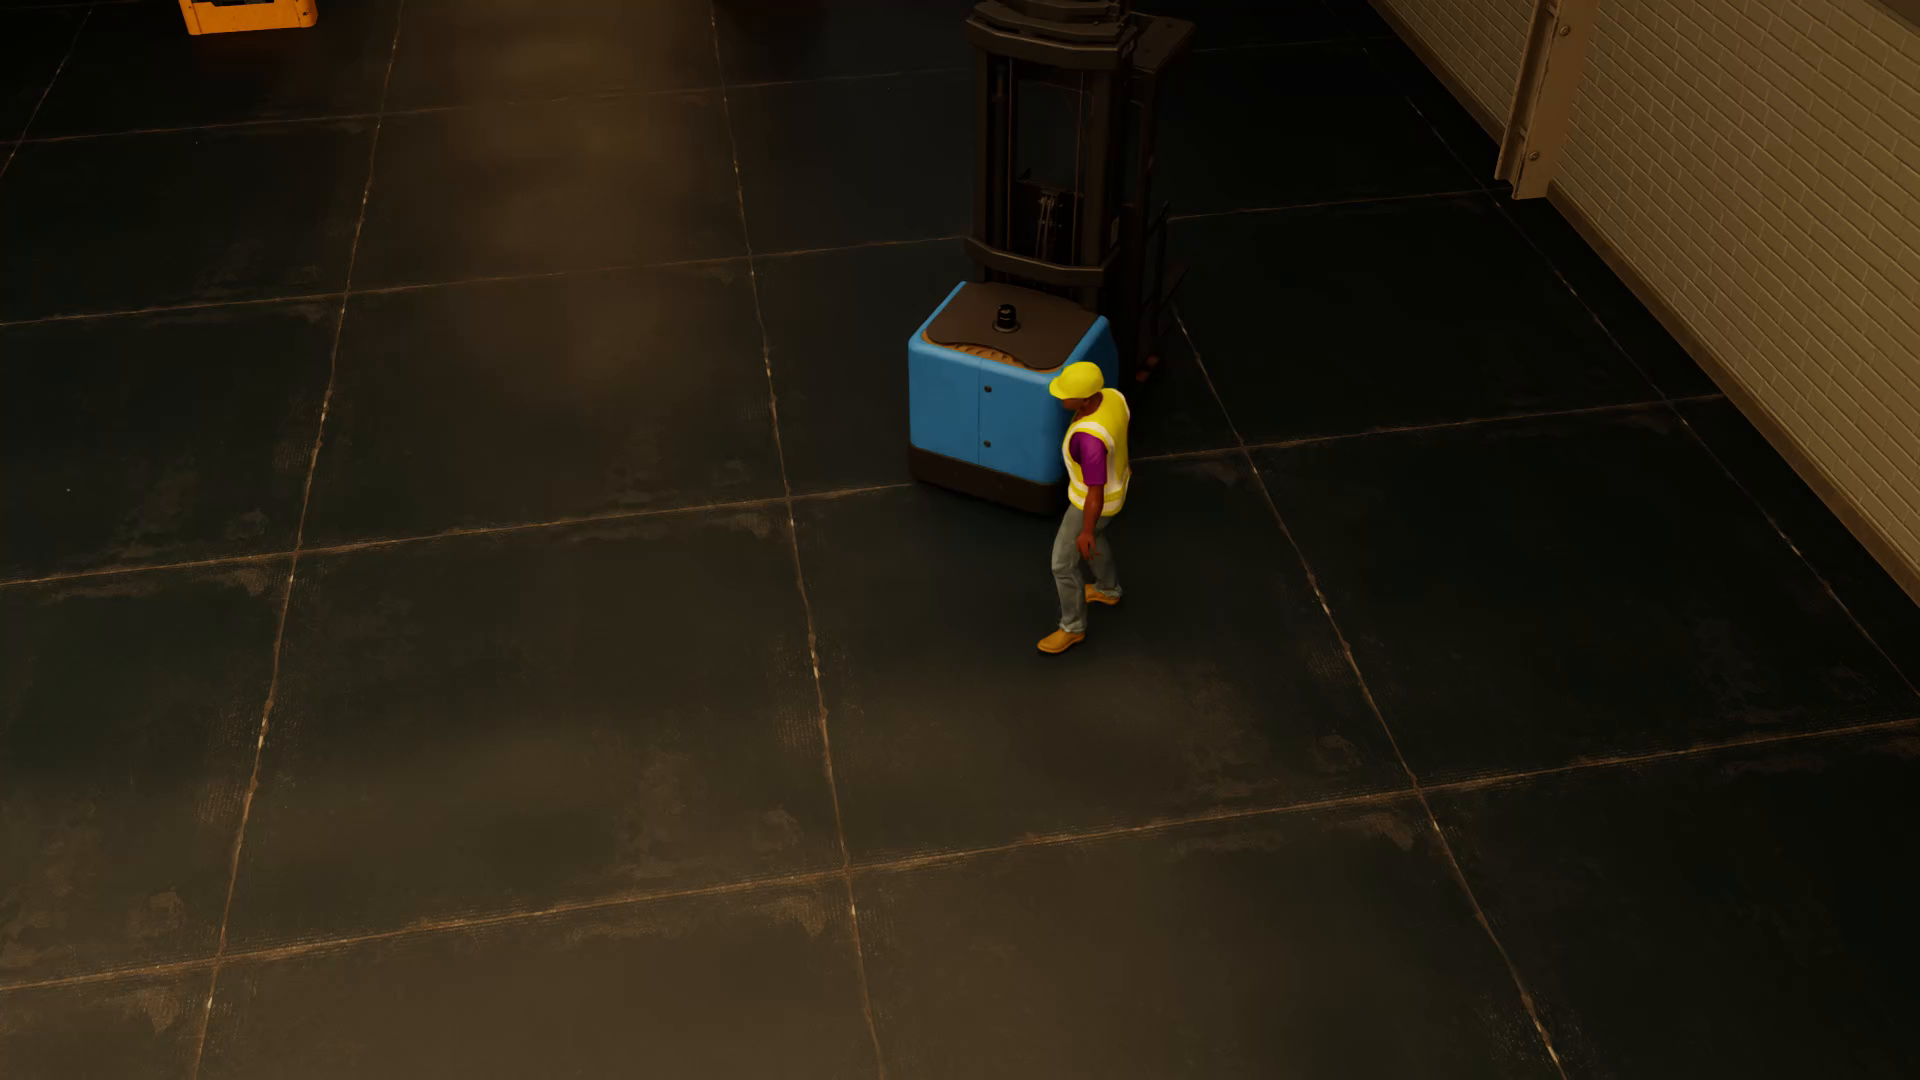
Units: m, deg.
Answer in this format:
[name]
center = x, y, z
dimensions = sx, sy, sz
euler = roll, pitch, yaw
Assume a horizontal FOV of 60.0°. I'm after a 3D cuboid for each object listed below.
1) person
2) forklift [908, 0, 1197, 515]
[person]
center = 0.702, -0.257, 9.191
dimensions = 0.456, 1.733, 0.881
euler = 10, 41, 12
[forklift]
center = 0.757, -2.222, 10.571
dimensions = 1.130, 2.935, 3.031
euler = 17, 43, 19
